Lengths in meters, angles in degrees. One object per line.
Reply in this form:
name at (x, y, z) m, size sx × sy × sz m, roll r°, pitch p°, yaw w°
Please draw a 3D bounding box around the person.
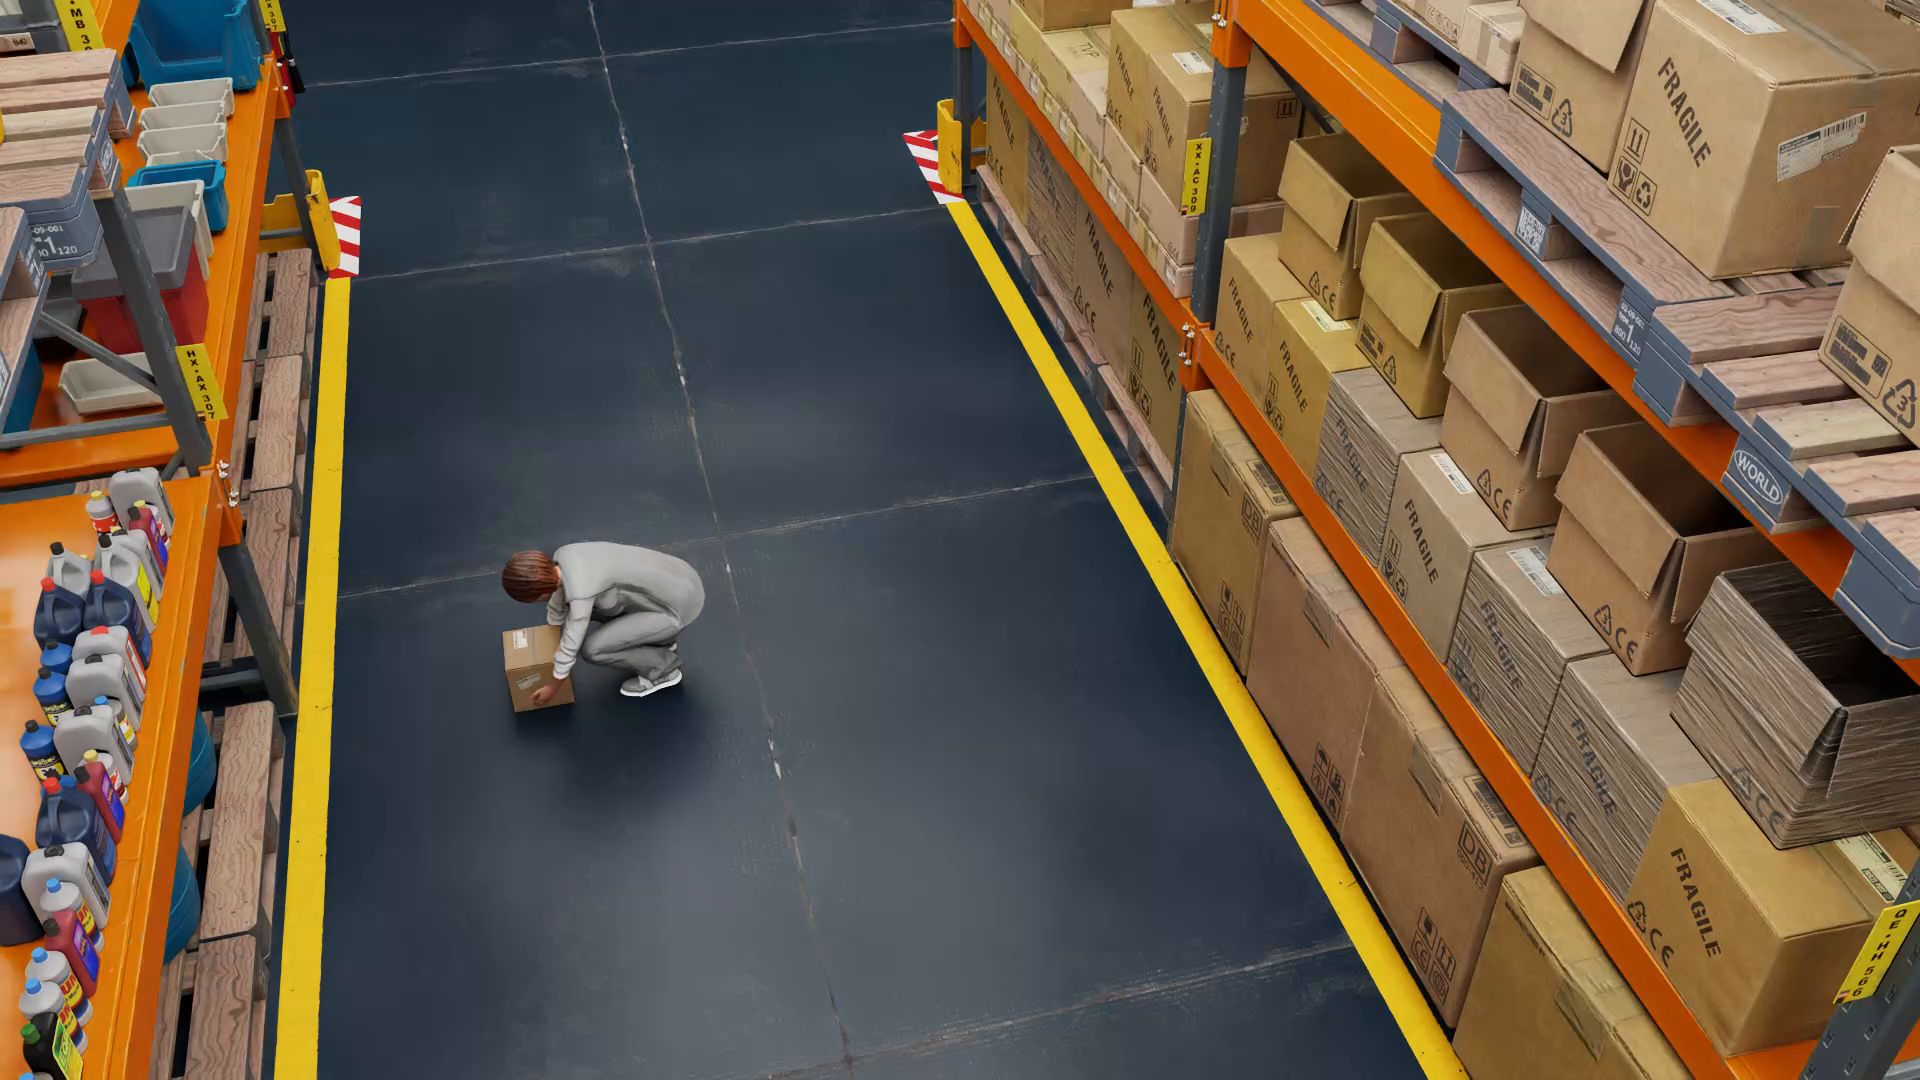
person at (-1.421, -0.026, 6.786) m, size 0.532 × 1.563 × 0.372 m, roll -10°, pitch 40°, yaw -12°
